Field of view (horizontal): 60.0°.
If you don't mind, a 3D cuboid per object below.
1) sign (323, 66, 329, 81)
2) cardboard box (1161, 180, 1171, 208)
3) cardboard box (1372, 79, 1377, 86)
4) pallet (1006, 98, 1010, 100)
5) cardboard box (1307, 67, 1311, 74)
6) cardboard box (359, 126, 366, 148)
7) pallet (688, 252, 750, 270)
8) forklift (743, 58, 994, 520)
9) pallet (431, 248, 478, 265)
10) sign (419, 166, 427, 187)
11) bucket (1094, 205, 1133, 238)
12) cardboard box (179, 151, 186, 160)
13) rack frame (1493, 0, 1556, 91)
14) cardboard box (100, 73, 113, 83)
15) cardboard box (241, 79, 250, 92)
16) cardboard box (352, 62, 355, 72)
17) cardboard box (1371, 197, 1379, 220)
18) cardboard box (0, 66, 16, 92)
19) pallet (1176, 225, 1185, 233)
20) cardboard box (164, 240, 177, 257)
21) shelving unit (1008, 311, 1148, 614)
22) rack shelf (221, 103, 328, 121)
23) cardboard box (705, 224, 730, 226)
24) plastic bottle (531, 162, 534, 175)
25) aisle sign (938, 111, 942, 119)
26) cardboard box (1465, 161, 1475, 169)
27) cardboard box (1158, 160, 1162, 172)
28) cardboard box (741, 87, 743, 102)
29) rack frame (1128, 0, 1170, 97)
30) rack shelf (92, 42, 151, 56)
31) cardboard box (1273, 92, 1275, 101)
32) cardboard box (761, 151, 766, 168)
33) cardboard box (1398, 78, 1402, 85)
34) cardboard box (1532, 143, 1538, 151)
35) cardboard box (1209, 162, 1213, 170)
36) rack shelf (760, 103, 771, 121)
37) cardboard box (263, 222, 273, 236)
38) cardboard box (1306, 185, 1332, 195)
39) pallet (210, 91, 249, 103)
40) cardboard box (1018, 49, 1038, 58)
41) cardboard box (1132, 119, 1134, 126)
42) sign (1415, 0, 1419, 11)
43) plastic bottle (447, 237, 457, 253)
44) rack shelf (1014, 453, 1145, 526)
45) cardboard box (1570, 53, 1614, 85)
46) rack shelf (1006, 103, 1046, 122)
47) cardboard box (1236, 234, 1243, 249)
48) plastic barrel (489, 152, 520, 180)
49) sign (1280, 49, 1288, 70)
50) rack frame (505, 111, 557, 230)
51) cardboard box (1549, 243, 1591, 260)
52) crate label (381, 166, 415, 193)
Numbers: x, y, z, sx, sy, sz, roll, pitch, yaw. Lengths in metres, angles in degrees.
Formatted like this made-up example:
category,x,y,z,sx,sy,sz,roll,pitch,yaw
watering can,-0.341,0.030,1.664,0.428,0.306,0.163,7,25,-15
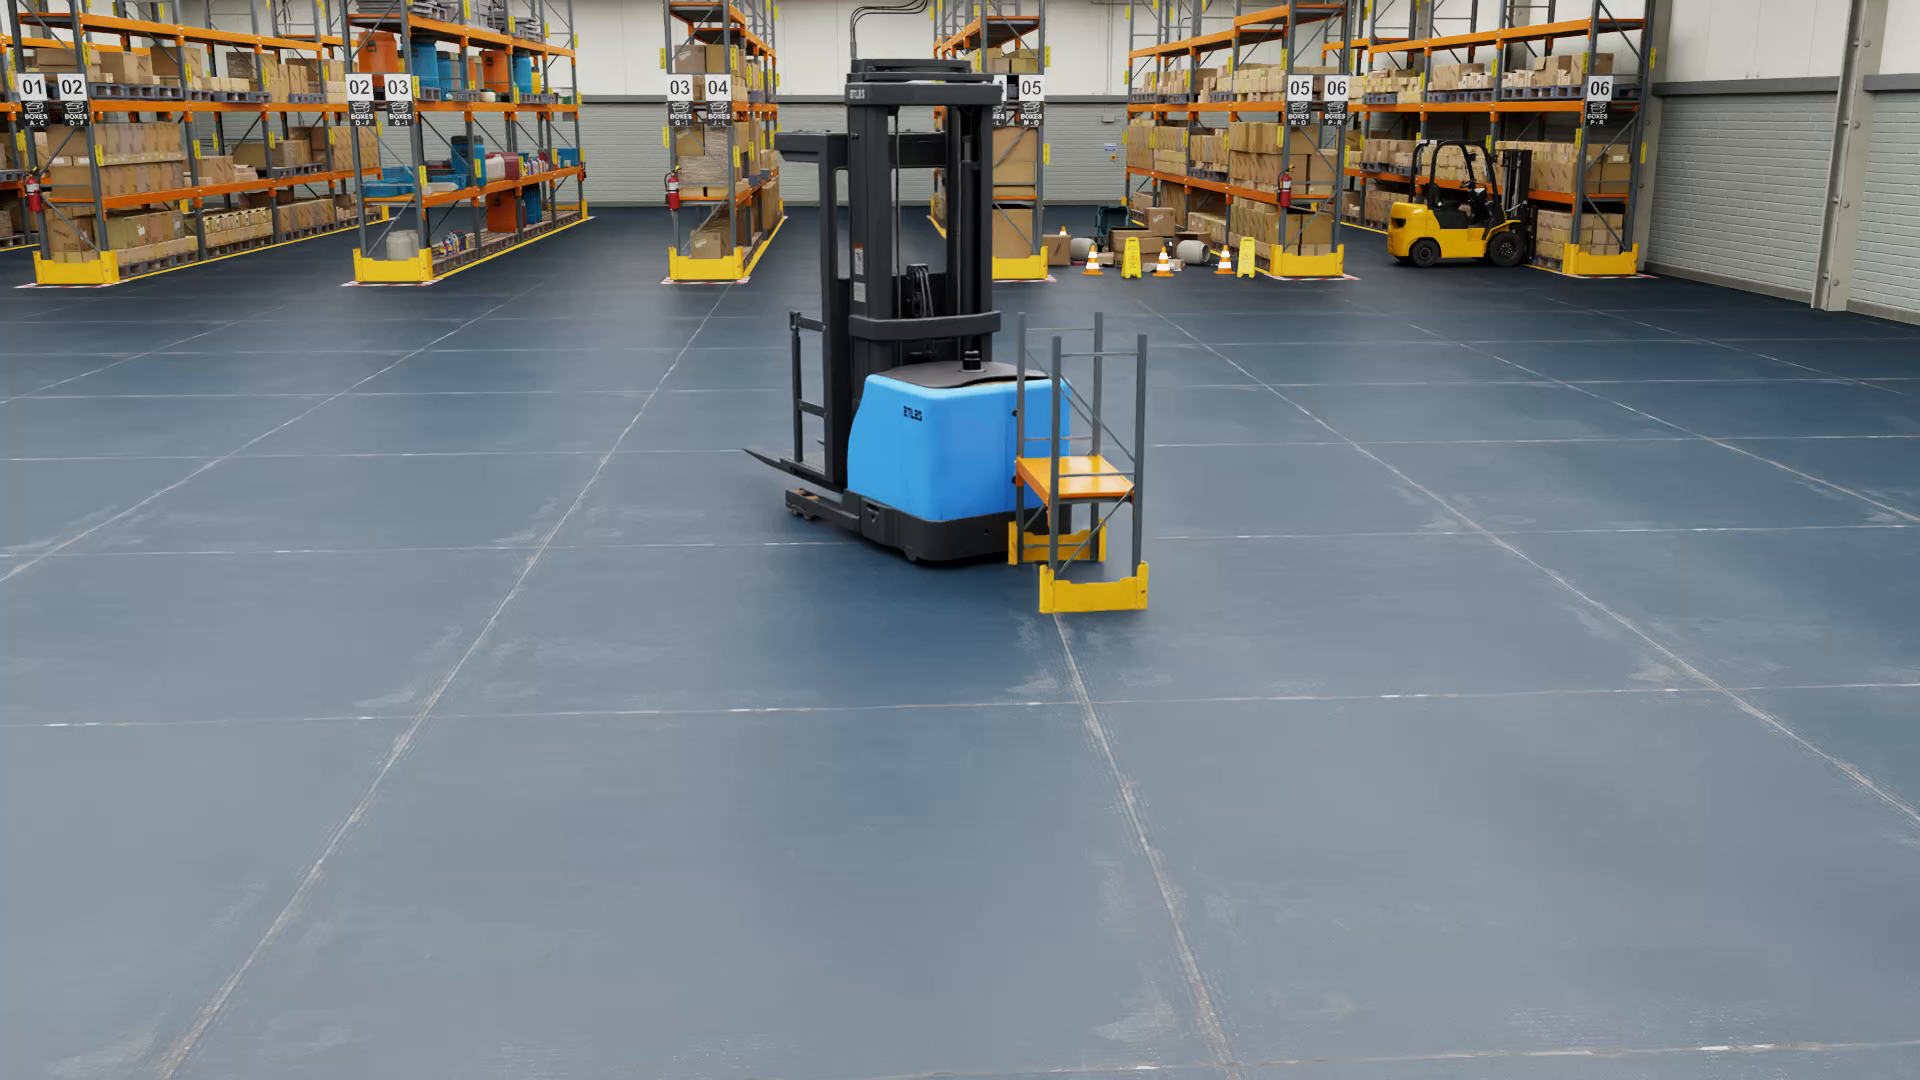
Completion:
category,x,y,z,sx,sy,sz,roll,pitch,yaw
sign,-14.198,-10.438,37.227,0.100,0.325,0.005,-1,14,-3
cardboard box,5.145,-7.861,38.481,0.875,0.875,0.875,0,14,-2
cardboard box,9.622,-10.434,37.904,0.380,0.149,0.250,-1,14,-4
pallet,0.482,-8.336,31.269,0.805,0.209,1.217,-1,15,-6
cardboard box,5.920,-7.726,27.420,0.380,0.149,0.250,-1,14,-4
cardboard box,-14.629,-9.701,40.004,0.500,0.500,0.500,0,14,-2
pallet,-4.213,-4.876,29.054,1.003,0.211,1.213,-1,14,-3
forklift,-0.514,-1.605,10.884,1.121,2.935,3.031,-9,17,-31
pallet,-9.312,-5.103,29.934,1.003,0.211,1.213,-1,14,-3
sign,-8.515,-5.767,26.366,0.100,0.325,0.005,-1,14,-3
bucket,2.897,-5.901,30.961,0.726,0.611,0.620,4,5,16
cardboard box,-14.026,-6.843,29.602,0.380,0.149,0.250,-1,14,-3
rack frame,10.476,-9.833,30.684,1.000,3.000,0.127,-1,14,-3
cardboard box,-13.905,-7.448,26.814,0.380,0.149,0.250,-1,14,-3
cardboard box,-14.420,-9.011,32.969,0.500,0.250,0.500,-2,15,-8
cardboard box,-15.005,-11.262,40.049,0.700,0.500,0.500,-1,14,-3
cardboard box,9.829,-7.654,38.428,0.500,0.500,0.500,-1,14,-4
cardboard box,-19.535,-9.294,33.526,0.700,0.500,0.500,-2,15,-8
pallet,5.301,-6.692,36.111,1.003,0.211,1.213,-1,14,-3
cardboard box,-13.943,-5.056,28.834,0.500,0.250,0.500,-1,14,-3
shelving unit,0.654,-0.470,9.345,0.587,1.500,1.083,-2,15,-8
rack shelf,-14.628,-9.142,35.460,1.077,0.370,4.000,-1,14,-3
cardboard box,-4.224,-5.294,29.257,0.500,0.500,0.500,-2,15,-8
plastic bottle,-9.324,-8.096,36.208,0.061,0.283,0.133,-1,14,-3
aisle sign,-0.459,-11.005,42.063,0.394,0.787,0.004,-1,14,-3
cardboard box,10.151,-7.343,32.344,0.500,0.250,0.500,-1,14,-5
cardboard box,4.824,-8.525,37.940,0.500,0.250,0.500,-1,14,-5
cardboard box,-4.021,-7.711,28.758,0.500,0.250,0.500,-1,14,-4
rack frame,4.779,-12.740,41.982,1.000,3.000,0.127,-1,14,-3
rack shelf,-19.820,-11.318,38.702,1.077,0.370,4.000,-1,14,-3
cardboard box,5.438,-7.399,27.747,0.380,0.149,0.250,0,14,-2
cardboard box,-4.445,-8.121,35.869,0.500,0.500,0.500,-1,14,-4
cardboard box,9.831,-10.043,36.425,0.380,0.149,0.250,-1,14,-3
cardboard box,10.392,-6.970,29.495,0.380,0.149,0.250,-1,14,-3
cardboard box,5.161,-7.440,33.085,0.380,0.149,0.250,0,14,-2
rack shelf,-4.740,-9.294,36.051,1.077,0.370,4.000,-1,14,-3
cardboard box,-14.228,-6.285,33.608,0.500,0.250,0.500,-1,14,-2
cardboard box,5.956,-5.821,27.636,0.380,0.149,0.250,-1,14,-3
pallet,-14.301,-8.456,31.730,1.003,0.211,1.213,0,14,-1
cardboard box,1.133,-7.811,26.704,0.380,0.149,0.250,-1,14,-3
cardboard box,4.513,-10.458,41.645,0.380,0.149,0.250,0,14,-2
sign,10.534,-12.362,38.320,0.100,0.325,0.005,-1,14,-3
plastic bottle,-8.947,-5.190,29.263,0.152,0.276,0.135,-1,14,-2
rack shelf,0.655,-0.294,9.381,0.538,0.185,1.000,-2,15,-8
cardboard box,10.453,-7.792,27.527,0.500,0.500,0.500,0,14,-2
rack shelf,0.712,-7.355,28.518,1.077,0.370,4.000,-1,14,-3
cardboard box,5.334,-5.438,30.319,0.500,0.250,0.500,0,14,0
plastic barrel,-9.229,-7.571,33.658,0.600,0.536,0.708,-1,14,-3
sign,5.215,-7.733,26.766,0.100,0.325,0.005,-1,14,-3
rack frame,-9.808,-8.610,37.971,1.000,3.000,0.127,-1,14,-3
cardboard box,10.380,-4.917,28.291,0.500,0.250,0.500,-1,14,-3
crate label,-9.448,-6.097,28.130,0.502,0.435,0.616,-1,14,-3
